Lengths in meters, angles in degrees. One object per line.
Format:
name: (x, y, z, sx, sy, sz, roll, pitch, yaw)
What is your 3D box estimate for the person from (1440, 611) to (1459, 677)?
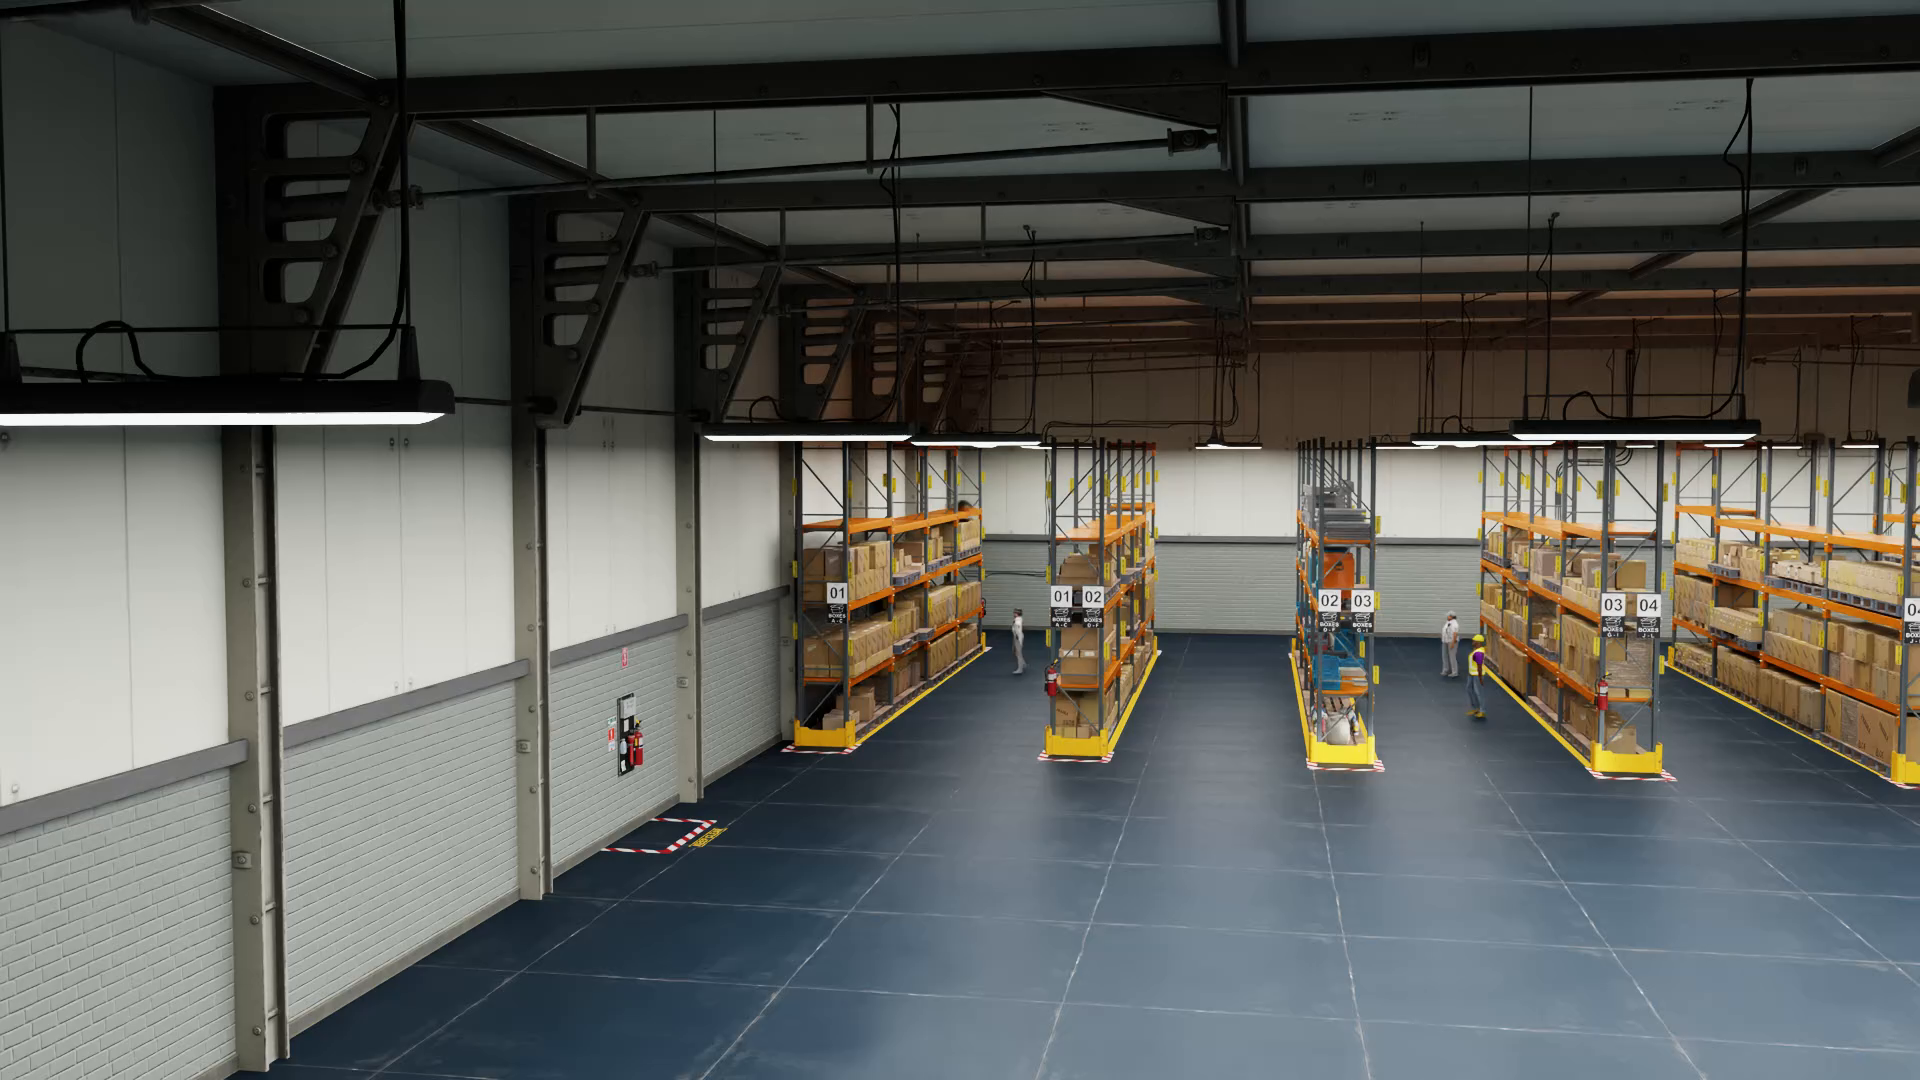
person: (12.542, 2.649, 42.610, 0.421, 1.668, 0.545, -2, 3, -27)

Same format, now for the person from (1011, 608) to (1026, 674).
person: (1.524, 2.608, 43.053, 0.396, 1.679, 0.543, 0, 3, 3)

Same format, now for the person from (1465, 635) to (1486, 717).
person: (11.163, 2.936, 35.976, 0.381, 1.801, 0.727, 0, 3, 3)
